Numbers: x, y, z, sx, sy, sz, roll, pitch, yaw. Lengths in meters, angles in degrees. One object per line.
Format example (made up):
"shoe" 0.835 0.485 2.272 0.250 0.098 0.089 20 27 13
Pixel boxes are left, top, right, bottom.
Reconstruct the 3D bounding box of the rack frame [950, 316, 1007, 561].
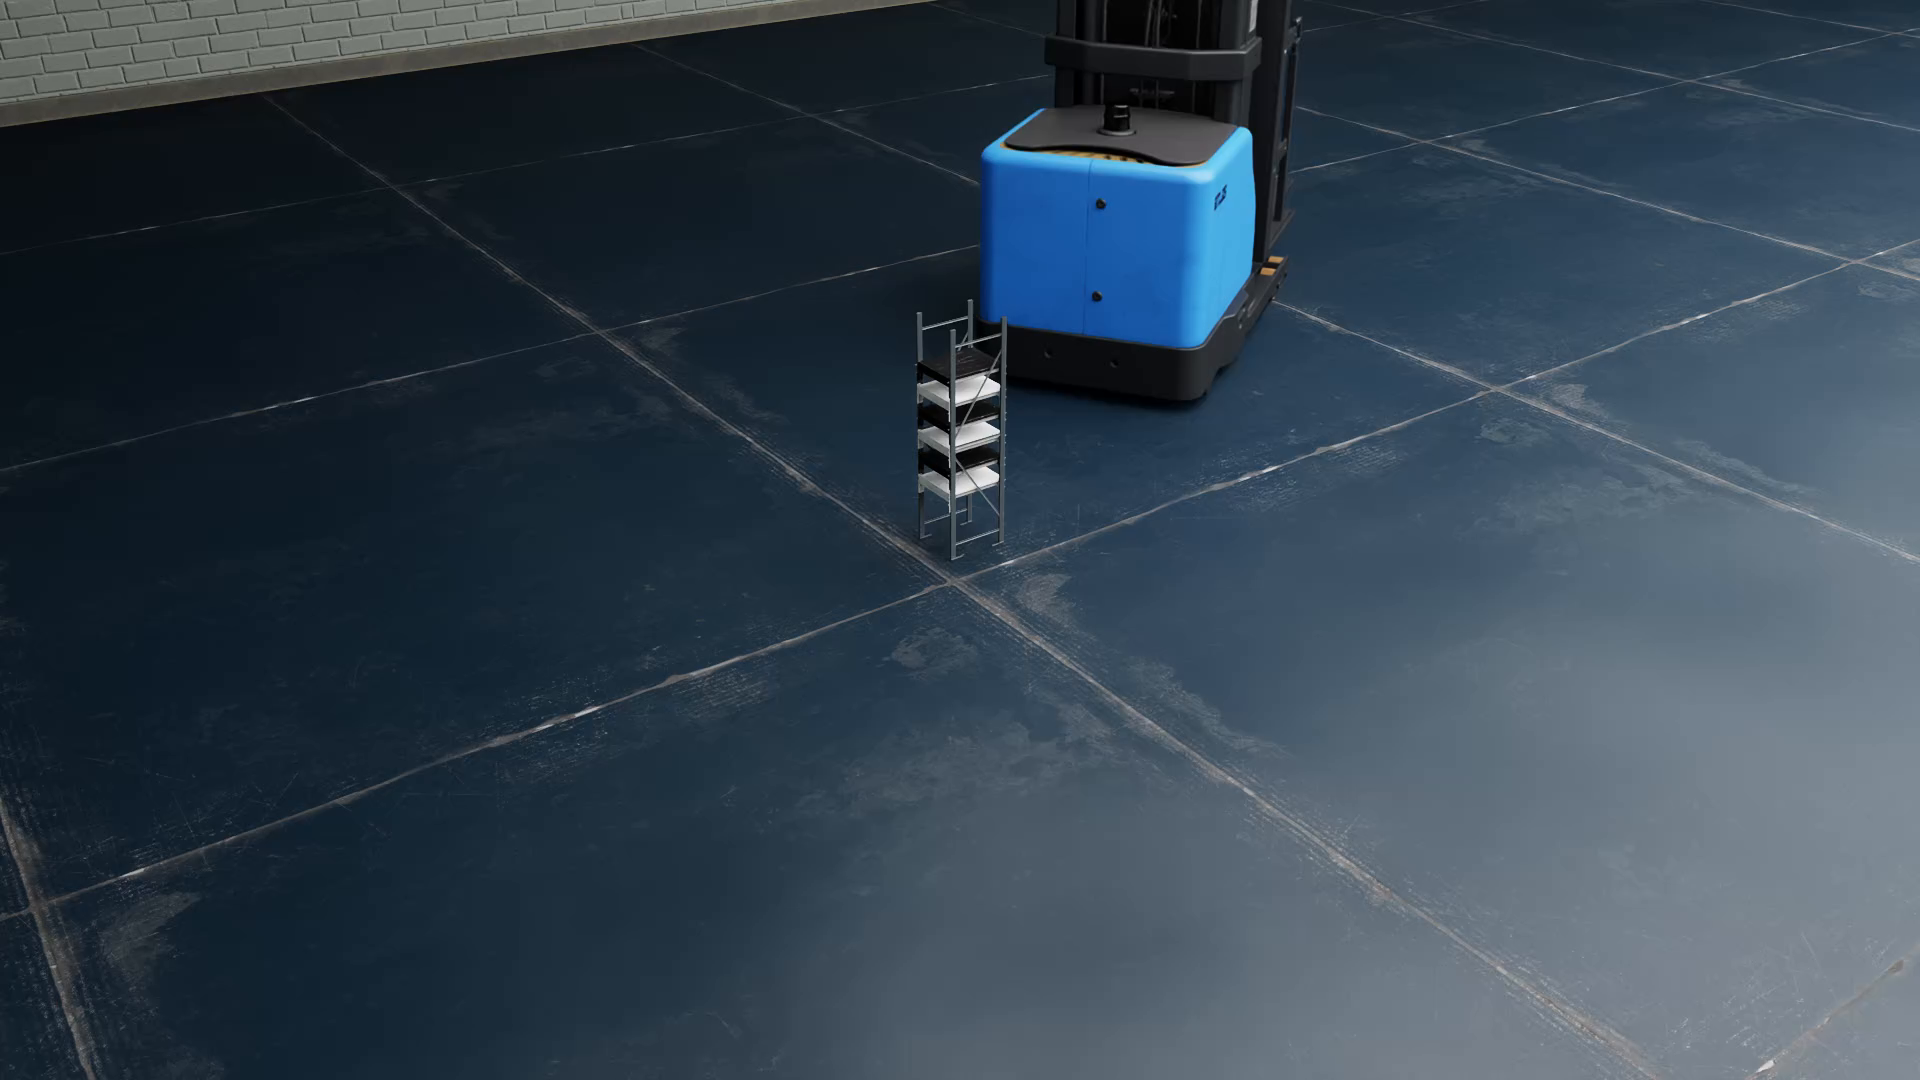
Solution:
"rack frame" 0.064 -0.353 5.957 0.240 0.900 0.006 -19 34 -31

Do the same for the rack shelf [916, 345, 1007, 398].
"rack shelf" 0.005 -0.600 5.916 0.258 0.077 0.200 -19 34 -31

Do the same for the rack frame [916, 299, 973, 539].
"rack frame" -0.054 -0.432 6.102 0.240 0.900 0.006 -19 34 -31

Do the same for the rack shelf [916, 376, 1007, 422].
"rack shelf" 0.005 -0.521 5.959 0.258 0.077 0.200 -19 34 -31

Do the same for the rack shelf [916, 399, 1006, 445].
"rack shelf" 0.005 -0.442 6.002 0.258 0.077 0.200 -19 34 -31

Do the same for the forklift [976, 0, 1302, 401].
"forklift" 1.075 -2.576 7.923 1.130 2.935 3.031 10 30 18

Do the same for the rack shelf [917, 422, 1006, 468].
"rack shelf" 0.005 -0.363 6.045 0.258 0.077 0.200 -19 34 -31

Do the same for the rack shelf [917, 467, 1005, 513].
"rack shelf" 0.005 -0.205 6.131 0.258 0.077 0.200 -19 34 -31

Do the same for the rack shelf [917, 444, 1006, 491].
"rack shelf" 0.005 -0.284 6.088 0.258 0.077 0.200 -19 34 -31

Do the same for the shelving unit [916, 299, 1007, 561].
"shelving unit" 0.005 -0.392 6.029 0.258 0.900 0.210 -19 34 -31
